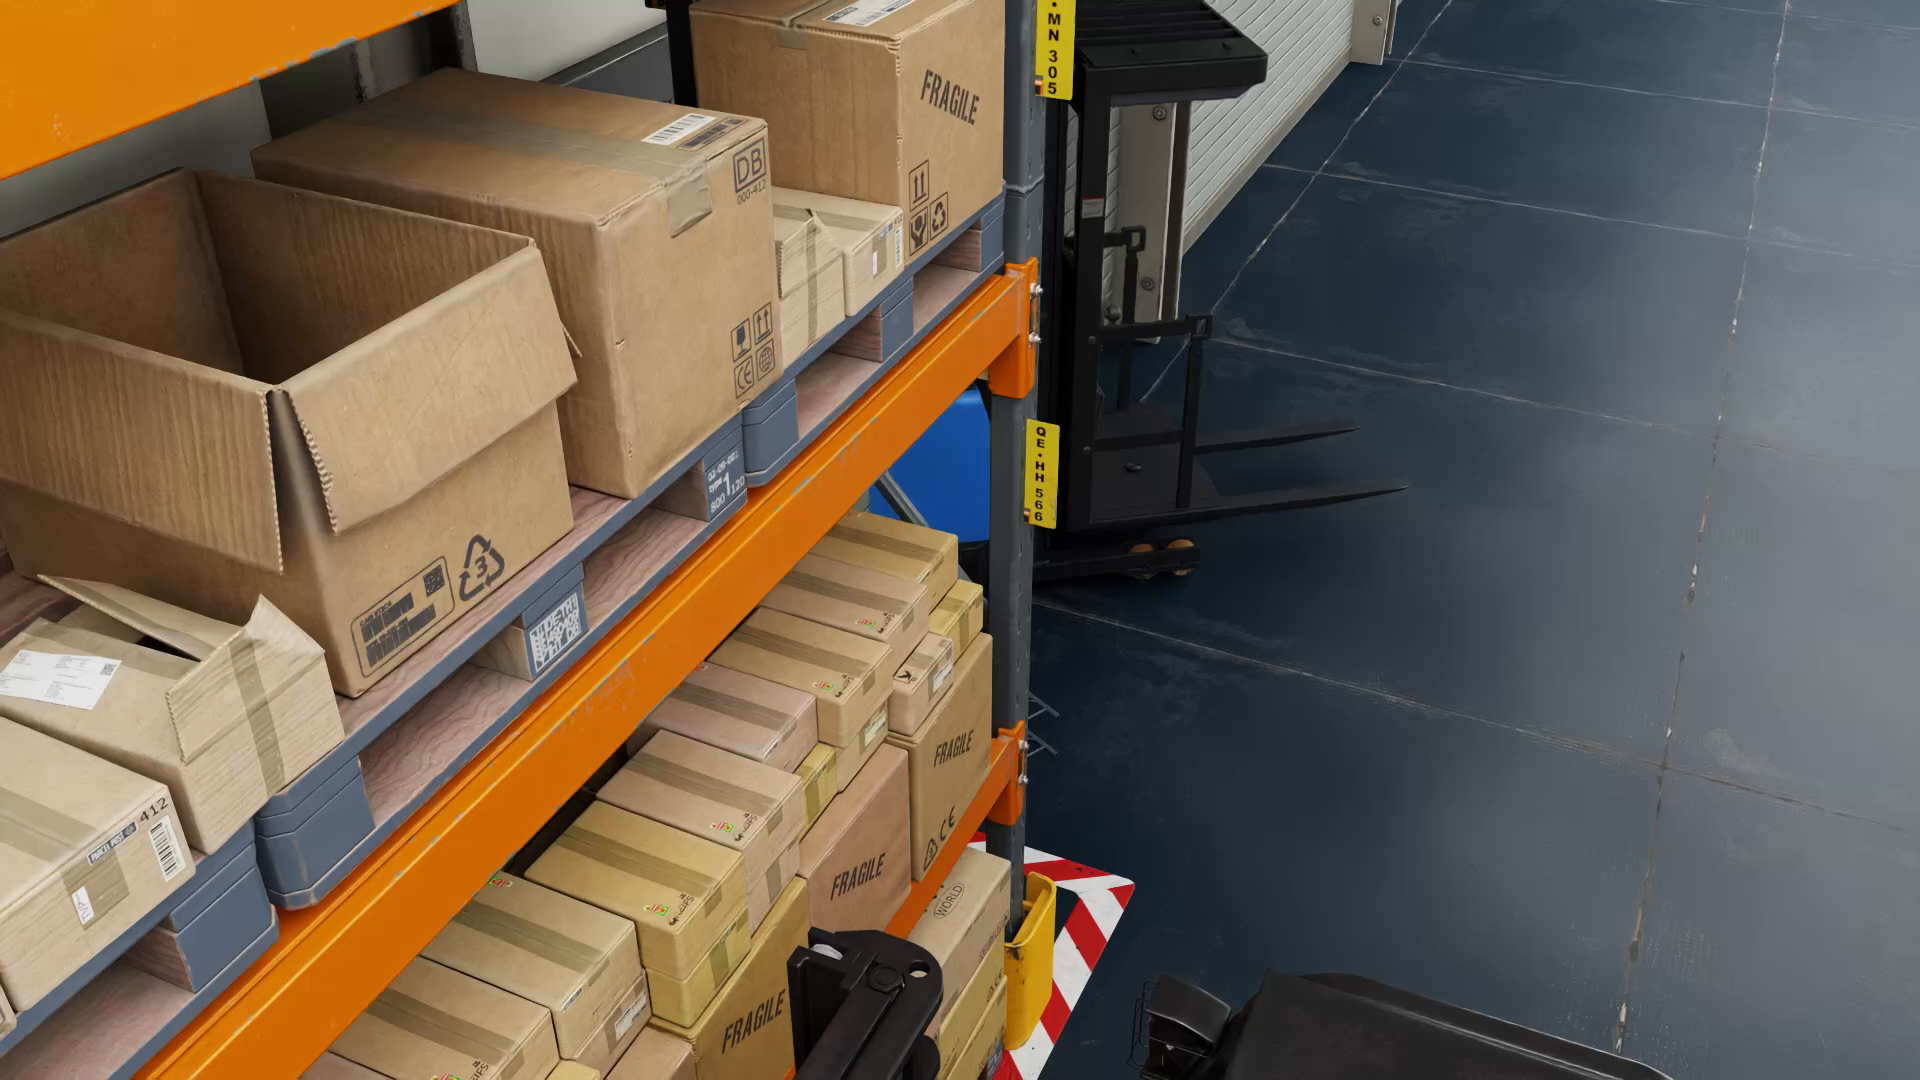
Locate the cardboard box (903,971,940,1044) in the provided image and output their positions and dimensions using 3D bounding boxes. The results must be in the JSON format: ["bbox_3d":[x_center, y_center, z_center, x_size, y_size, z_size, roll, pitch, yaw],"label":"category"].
[{"bbox_3d":[-0.387,1.388,4.611,0.500,0.250,0.500,15,36,21],"label":"cardboard box"}]

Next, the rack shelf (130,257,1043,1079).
[{"bbox_3d":[-1.106,0.317,2.951,1.077,0.370,4.000,14,36,20],"label":"rack shelf"}]

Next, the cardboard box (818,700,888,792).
[{"bbox_3d":[-0.404,0.448,4.148,0.380,0.149,0.250,15,36,21],"label":"cardboard box"}]

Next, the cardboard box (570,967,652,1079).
[{"bbox_3d":[-0.861,0.947,3.388,0.380,0.149,0.250,14,36,20],"label":"cardboard box"}]

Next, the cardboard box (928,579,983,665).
[{"bbox_3d":[-0.160,0.199,4.529,0.380,0.149,0.250,15,36,21],"label":"cardboard box"}]

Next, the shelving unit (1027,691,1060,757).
[{"bbox_3d":[0.027,0.646,7.067,0.258,0.210,0.900,-24,41,-32],"label":"shelving unit"}]

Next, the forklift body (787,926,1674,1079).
[{"bbox_3d":[0.594,1.993,3.249,2.313,2.155,1.214,14,36,20],"label":"forklift body"}]

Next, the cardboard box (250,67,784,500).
[{"bbox_3d":[-0.752,-0.475,2.938,0.700,0.500,0.500,14,36,21],"label":"cardboard box"}]

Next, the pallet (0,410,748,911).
[{"bbox_3d":[-1.098,0.014,2.839,1.003,0.211,1.213,14,36,20],"label":"pallet"}]

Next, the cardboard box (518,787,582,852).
[{"bbox_3d":[-1.140,0.561,3.977,0.380,0.149,0.250,15,36,21],"label":"cardboard box"}]

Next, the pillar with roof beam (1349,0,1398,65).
[{"bbox_3d":[7.552,-7.083,10.845,9.100,9.000,0.400,14,36,20],"label":"pillar with roof beam"}]

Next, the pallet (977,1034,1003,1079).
[{"bbox_3d":[-0.551,1.831,5.264,1.003,0.211,1.213,14,36,20],"label":"pallet"}]

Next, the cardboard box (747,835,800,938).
[{"bbox_3d":[-0.587,0.713,3.745,0.380,0.149,0.250,13,35,19],"label":"cardboard box"}]

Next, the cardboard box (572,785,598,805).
[{"bbox_3d":[-0.926,0.681,4.385,0.500,0.500,0.500,15,36,22],"label":"cardboard box"}]

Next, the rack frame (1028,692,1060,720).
[{"bbox_3d":[0.027,0.561,7.010,0.240,0.006,0.900,-24,41,-32],"label":"rack frame"}]

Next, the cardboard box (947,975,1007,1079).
[{"bbox_3d":[-0.179,1.556,5.267,0.500,0.250,0.500,14,36,21],"label":"cardboard box"}]

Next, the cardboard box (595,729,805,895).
[{"bbox_3d":[-0.567,0.593,3.656,0.380,0.149,0.250,15,36,22],"label":"cardboard box"}]

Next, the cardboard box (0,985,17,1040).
[{"bbox_3d":[-1.373,0.474,1.663,0.500,0.311,0.500,15,36,21],"label":"cardboard box"}]

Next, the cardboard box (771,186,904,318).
[{"bbox_3d":[-0.340,-0.610,3.463,0.380,0.149,0.250,13,35,19],"label":"cardboard box"}]

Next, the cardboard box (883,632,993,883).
[{"bbox_3d":[-0.237,0.538,4.602,0.500,0.500,0.500,13,36,19],"label":"cardboard box"}]

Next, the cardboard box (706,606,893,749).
[{"bbox_3d":[-0.387,0.331,4.056,0.380,0.149,0.250,15,36,22],"label":"cardboard box"}]

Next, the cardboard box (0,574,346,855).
[{"bbox_3d":[-1.046,0.182,2.150,0.396,0.266,0.258,13,36,19],"label":"cardboard box"}]

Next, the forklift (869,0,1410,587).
[{"bbox_3d":[0.687,-1.316,7.584,3.031,2.935,1.130,-7,34,-10],"label":"forklift"}]

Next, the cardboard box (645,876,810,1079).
[{"bbox_3d":[-0.676,1.050,3.822,0.500,0.500,0.500,13,36,20],"label":"cardboard box"}]

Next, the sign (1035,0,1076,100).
[{"bbox_3d":[0.218,-1.185,3.851,0.100,0.325,0.005,14,36,20],"label":"sign"}]

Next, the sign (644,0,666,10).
[{"bbox_3d":[-0.771,-1.508,4.210,0.100,0.325,0.005,14,36,20],"label":"sign"}]

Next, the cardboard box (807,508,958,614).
[{"bbox_3d":[-0.228,0.064,4.463,0.380,0.149,0.250,14,36,21],"label":"cardboard box"}]

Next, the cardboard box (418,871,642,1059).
[{"bbox_3d":[-0.864,0.829,3.295,0.380,0.149,0.250,15,36,21],"label":"cardboard box"}]

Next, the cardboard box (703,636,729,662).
[{"bbox_3d":[-0.804,0.334,4.323,0.380,0.149,0.250,14,36,20],"label":"cardboard box"}]

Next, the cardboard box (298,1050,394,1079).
[{"bbox_3d":[-1.073,1.079,2.915,0.380,0.149,0.250,14,36,20],"label":"cardboard box"}]

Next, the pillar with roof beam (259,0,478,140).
[{"bbox_3d":[2.531,-1.106,1.731,9.100,9.000,0.400,14,36,20],"label":"pillar with roof beam"}]

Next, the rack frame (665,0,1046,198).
[{"bbox_3d":[-0.269,-2.234,3.450,1.000,3.000,0.127,14,36,20],"label":"rack frame"}]
